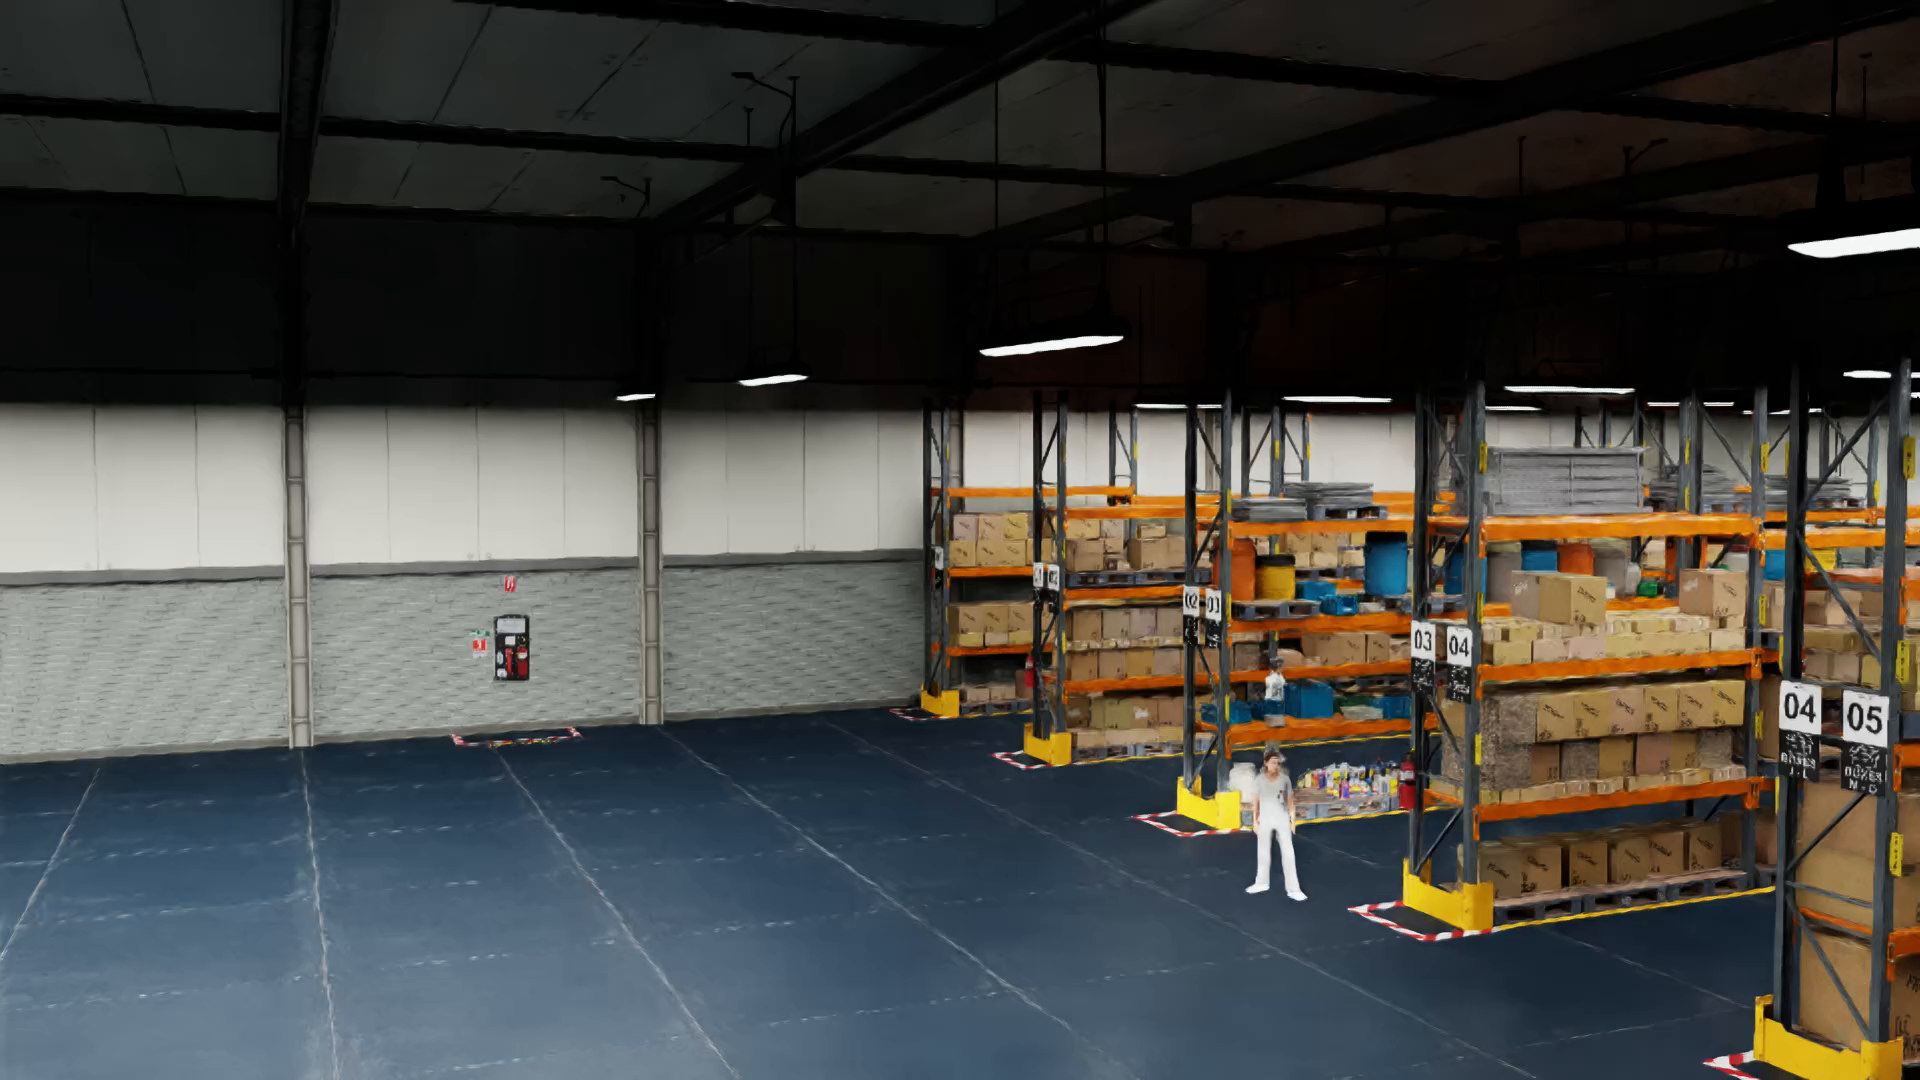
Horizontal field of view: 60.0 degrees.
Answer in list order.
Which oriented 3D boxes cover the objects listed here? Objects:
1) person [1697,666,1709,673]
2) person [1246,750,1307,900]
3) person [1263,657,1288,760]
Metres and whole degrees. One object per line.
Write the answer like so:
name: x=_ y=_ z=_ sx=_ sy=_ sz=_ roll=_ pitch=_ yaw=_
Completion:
person: x=12.303 y=2.663 z=27.858 sx=0.546 sy=1.733 sz=0.729 roll=-1 pitch=4 yaw=-24
person: x=3.566 y=3.207 z=18.846 sx=0.616 sy=1.662 sz=0.521 roll=1 pitch=3 yaw=9
person: x=5.145 y=2.760 z=27.016 sx=0.358 sy=1.729 sz=0.544 roll=3 pitch=4 yaw=39
